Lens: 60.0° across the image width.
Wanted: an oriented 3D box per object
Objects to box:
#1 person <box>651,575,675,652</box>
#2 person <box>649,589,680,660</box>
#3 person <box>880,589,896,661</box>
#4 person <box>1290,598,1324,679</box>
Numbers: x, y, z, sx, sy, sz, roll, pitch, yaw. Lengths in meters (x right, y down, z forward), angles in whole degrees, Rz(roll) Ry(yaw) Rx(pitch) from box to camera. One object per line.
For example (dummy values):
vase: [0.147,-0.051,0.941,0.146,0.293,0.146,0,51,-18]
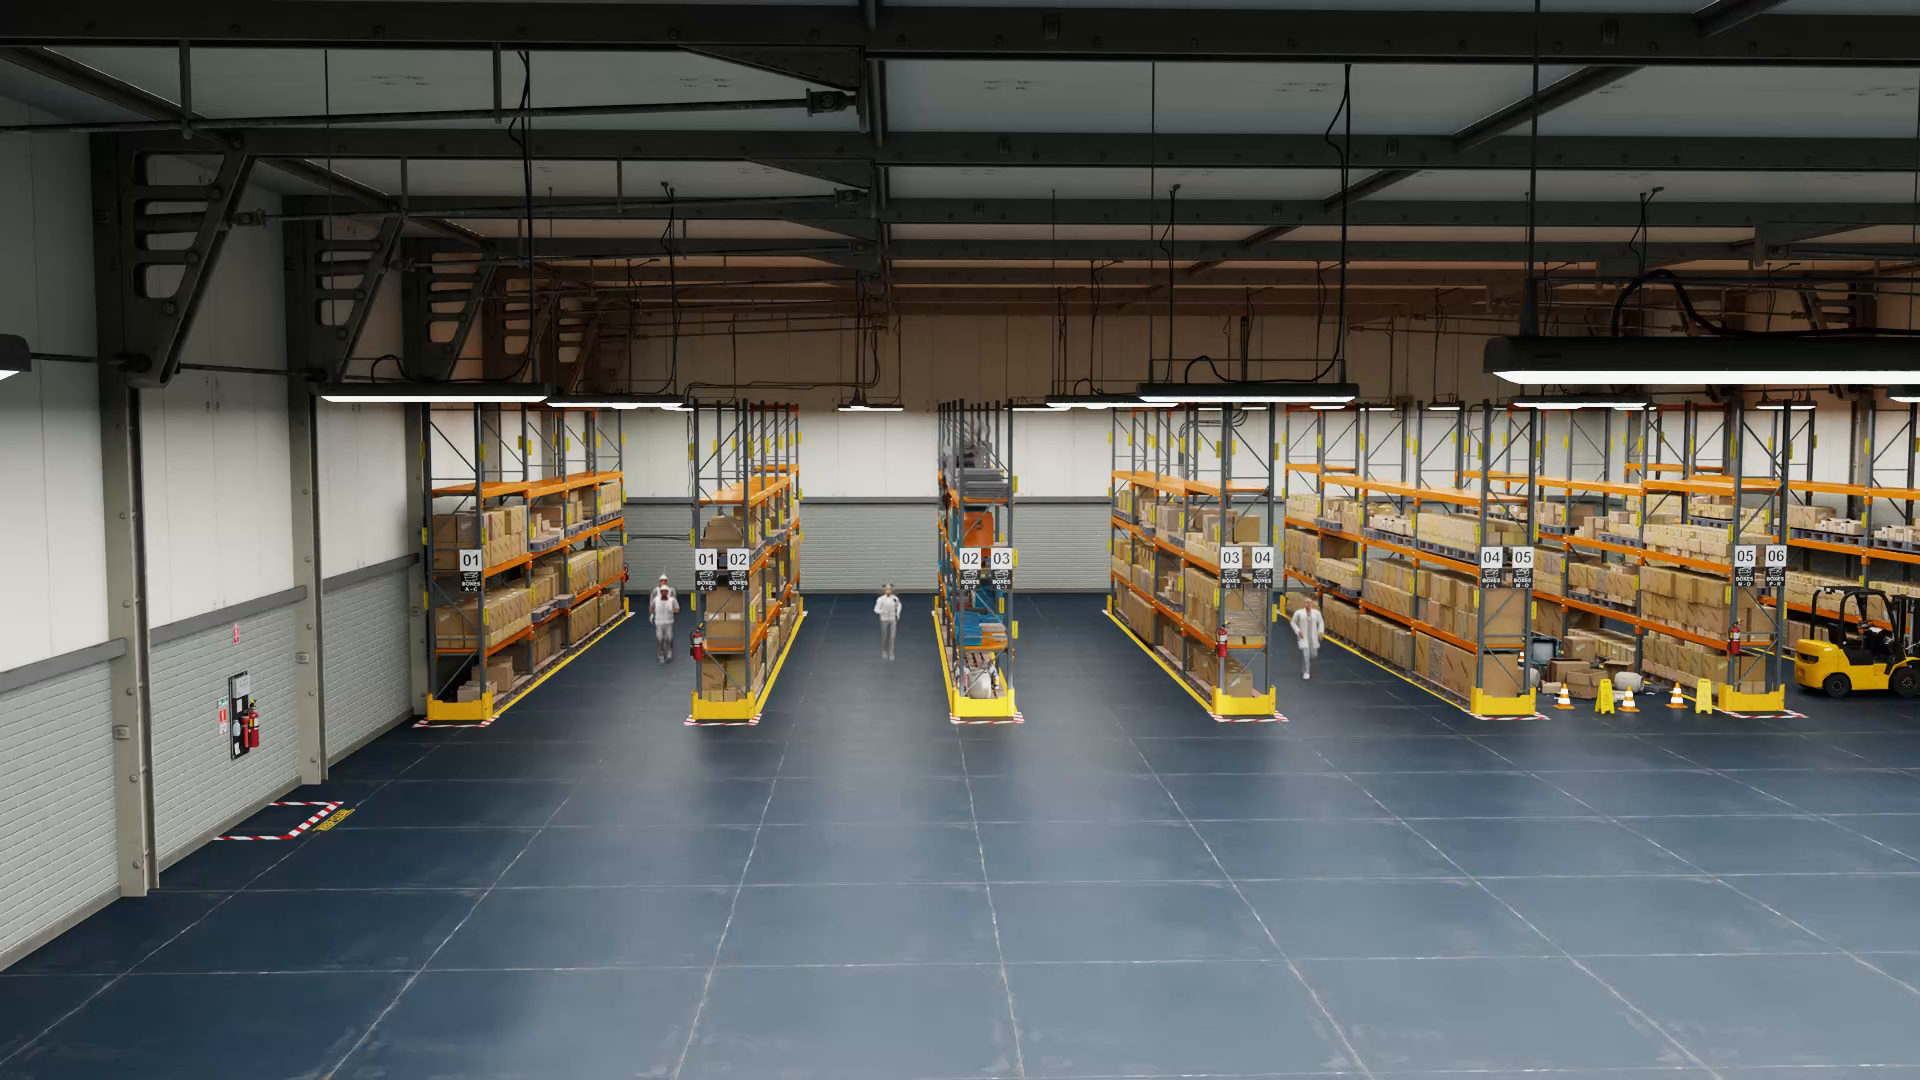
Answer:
person: [-7.151,1.752,40.122,0.614,1.806,0.915,-1,5,-16]
person: [-6.778,1.899,38.133,0.675,1.668,0.820,-1,4,-9]
person: [-1.569,1.822,36.492,0.347,1.680,0.876,-1,4,-11]
person: [7.536,2.117,36.134,0.751,1.738,0.666,0,4,-5]
